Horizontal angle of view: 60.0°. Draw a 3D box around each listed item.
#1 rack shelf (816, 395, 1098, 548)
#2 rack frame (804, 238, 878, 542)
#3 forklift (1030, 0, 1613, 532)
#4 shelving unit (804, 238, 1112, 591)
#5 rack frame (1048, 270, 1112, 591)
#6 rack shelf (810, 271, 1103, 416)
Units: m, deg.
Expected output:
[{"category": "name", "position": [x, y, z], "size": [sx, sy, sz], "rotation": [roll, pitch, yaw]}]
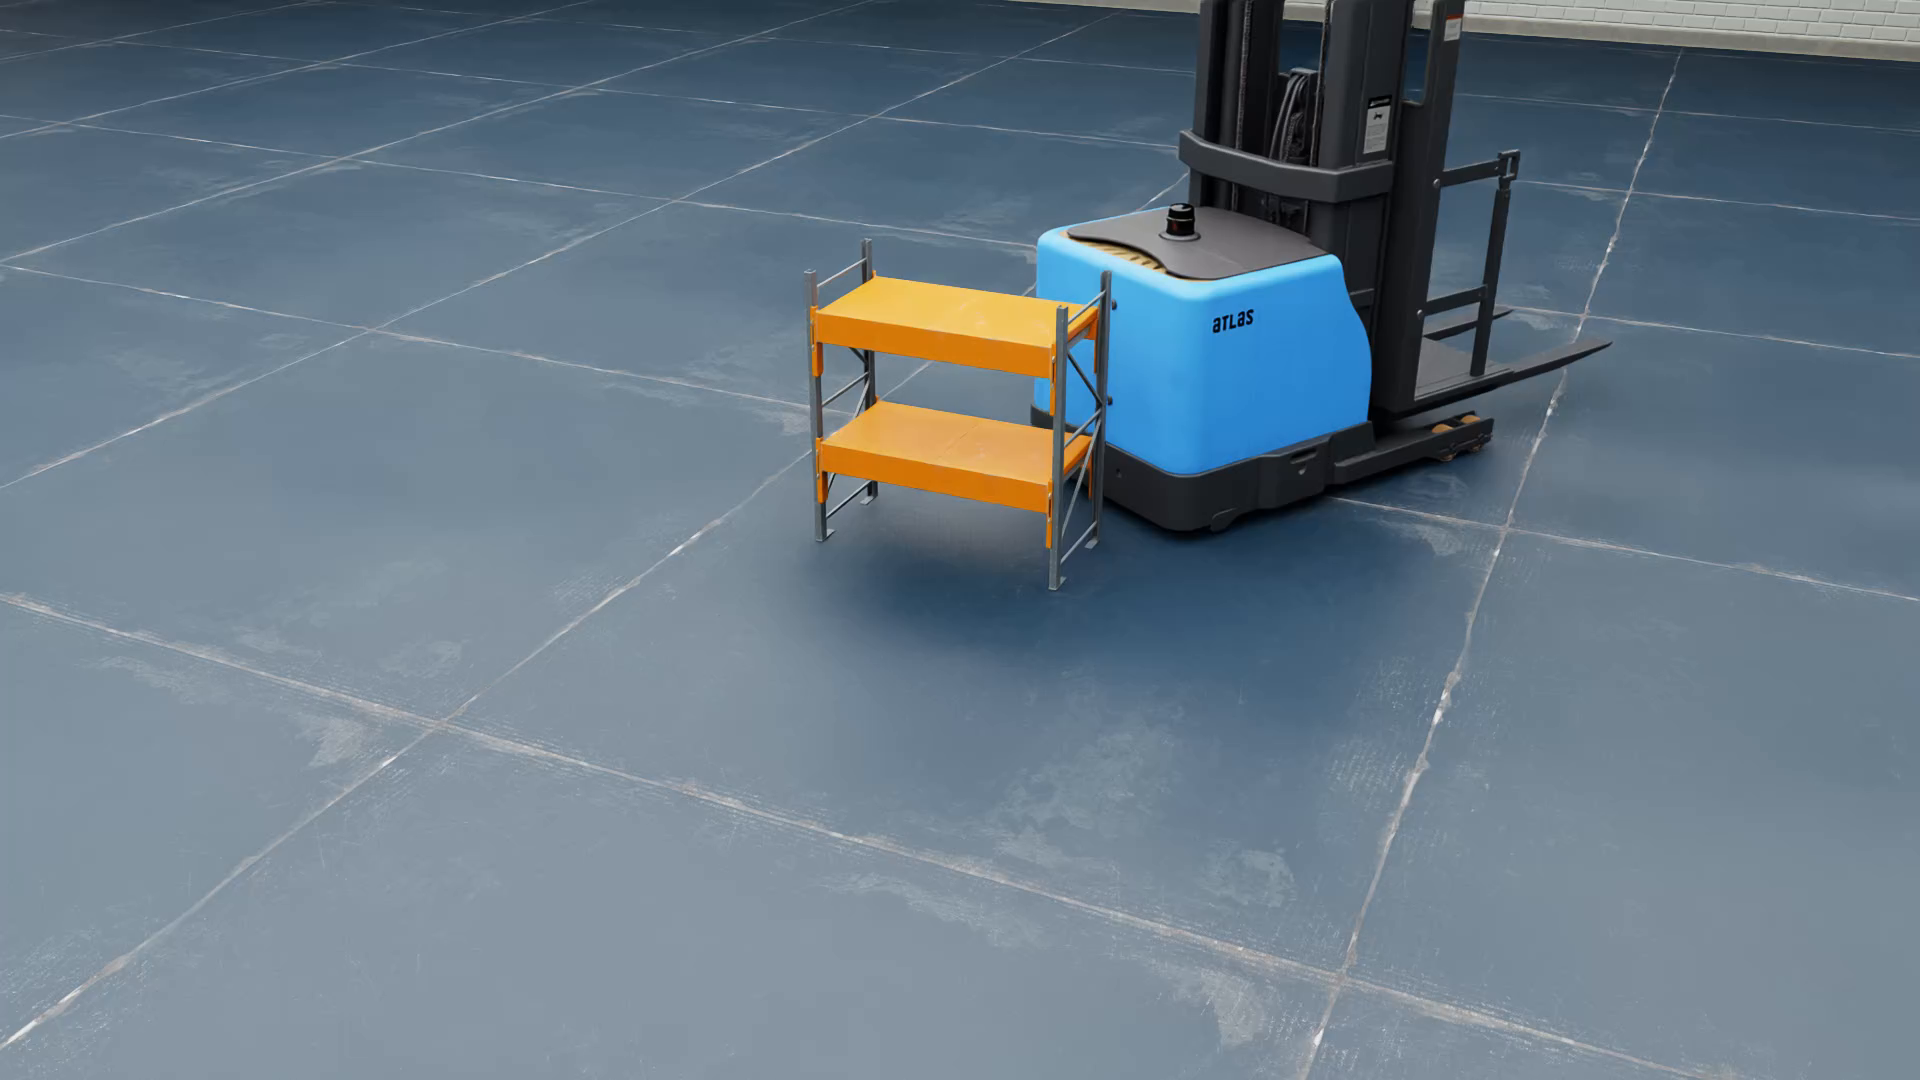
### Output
[{"category": "rack shelf", "position": [-0.006, -0.287, 6.612], "size": [1.000, 0.278, 0.538], "rotation": [11, 28, 22]}, {"category": "rack frame", "position": [-0.469, -0.599, 6.693], "size": [0.032, 1.125, 0.500], "rotation": [11, 28, 22]}, {"category": "forklift", "position": [1.809, -1.839, 7.168], "size": [3.031, 2.935, 1.130], "rotation": [-17, 31, -31]}, {"category": "shelving unit", "position": [-0.006, -0.506, 6.504], "size": [1.048, 1.125, 0.538], "rotation": [11, 28, 22]}, {"category": "rack frame", "position": [0.457, -0.413, 6.315], "size": [0.032, 1.125, 0.500], "rotation": [11, 28, 22]}, {"category": "rack shelf", "position": [-0.006, -0.768, 6.375], "size": [1.000, 0.278, 0.538], "rotation": [11, 28, 22]}]
